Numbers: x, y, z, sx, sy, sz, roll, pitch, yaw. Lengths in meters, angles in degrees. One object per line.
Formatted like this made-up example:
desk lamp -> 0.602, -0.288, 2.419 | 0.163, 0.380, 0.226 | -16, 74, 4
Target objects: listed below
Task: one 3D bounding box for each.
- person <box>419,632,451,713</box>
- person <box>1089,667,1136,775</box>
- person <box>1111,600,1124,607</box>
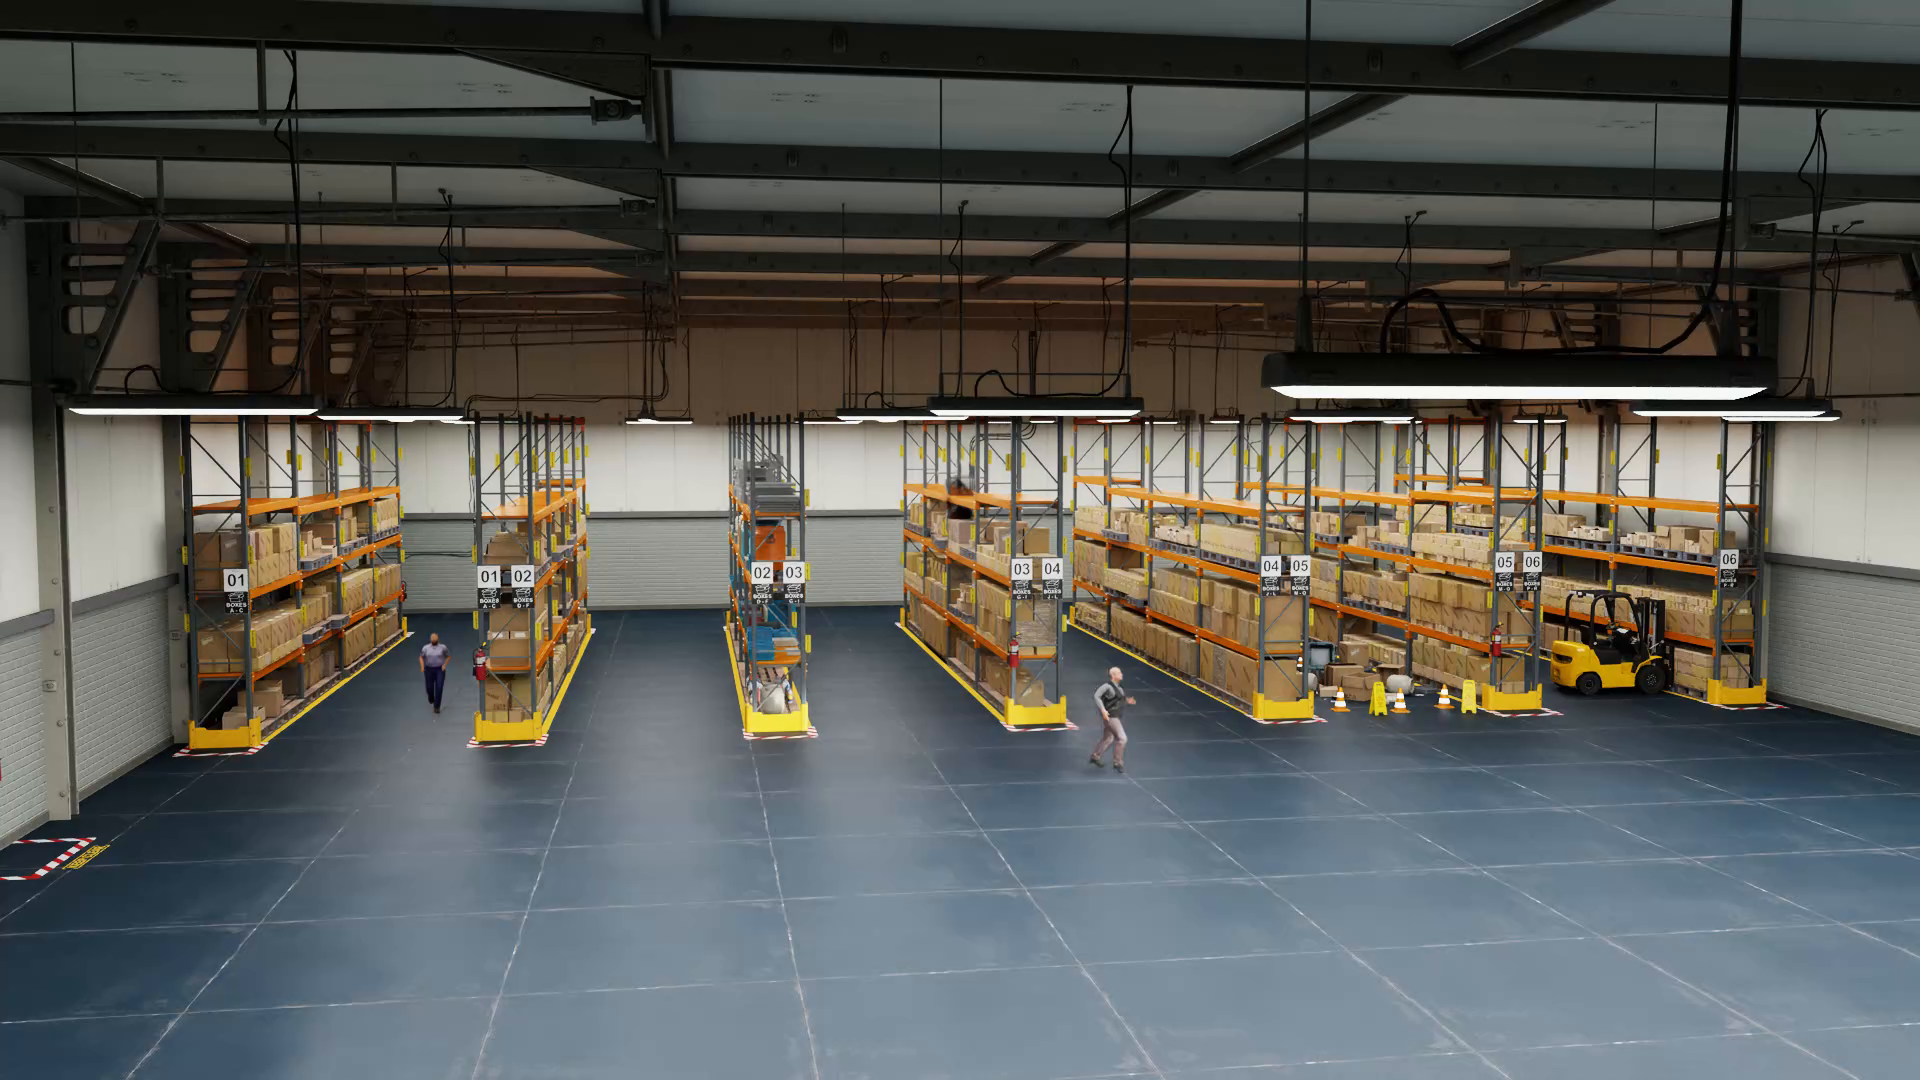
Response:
person -> -10.567, 2.661, 33.494 | 0.613, 1.598, 0.586 | -1, 4, -15
person -> 2.517, 2.987, 27.591 | 0.788, 1.777, 0.651 | 2, 4, 23
person -> 4.568, 1.508, 49.683 | 0.626, 1.622, 0.909 | -3, 5, -42
